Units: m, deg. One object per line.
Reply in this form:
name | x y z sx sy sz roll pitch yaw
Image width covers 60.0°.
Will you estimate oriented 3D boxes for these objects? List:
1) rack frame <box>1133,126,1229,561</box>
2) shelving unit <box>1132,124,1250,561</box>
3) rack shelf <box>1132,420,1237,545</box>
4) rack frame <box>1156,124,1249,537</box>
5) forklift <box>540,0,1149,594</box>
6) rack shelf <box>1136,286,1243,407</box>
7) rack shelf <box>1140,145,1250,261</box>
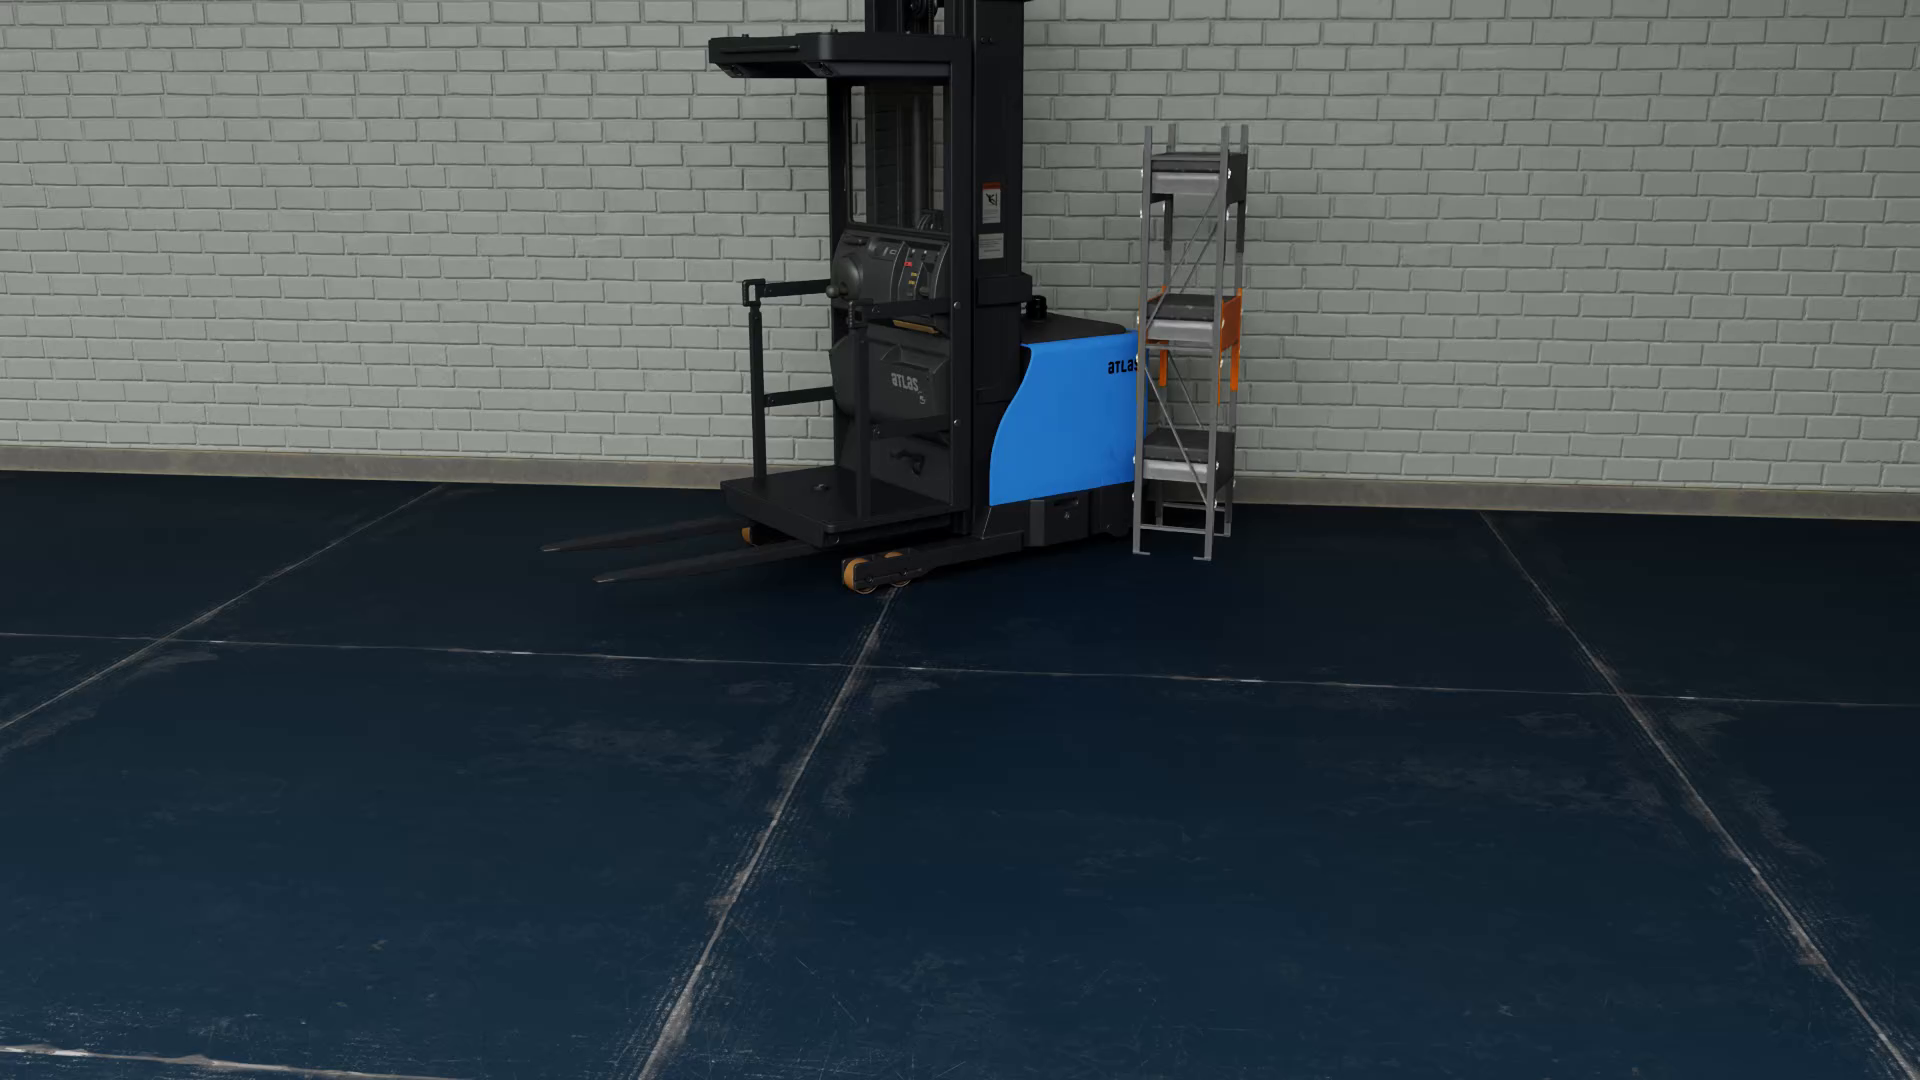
rack frame | 1.064 -0.929 8.074 0.400 2.100 0.015 5 16 19
shelving unit | 1.147 -0.989 8.295 0.431 2.100 0.503 5 16 19
rack shelf | 1.147 -0.300 8.482 0.431 0.518 0.480 5 16 19
rack frame | 1.231 -1.048 8.517 0.400 2.100 0.015 5 16 19
forklift | -0.514 -1.320 7.927 3.031 2.935 1.130 -11 18 -34
rack shelf | 1.147 -0.975 8.299 0.431 0.518 0.480 5 16 19
rack shelf | 1.147 -1.651 8.116 0.431 0.518 0.480 5 16 19
